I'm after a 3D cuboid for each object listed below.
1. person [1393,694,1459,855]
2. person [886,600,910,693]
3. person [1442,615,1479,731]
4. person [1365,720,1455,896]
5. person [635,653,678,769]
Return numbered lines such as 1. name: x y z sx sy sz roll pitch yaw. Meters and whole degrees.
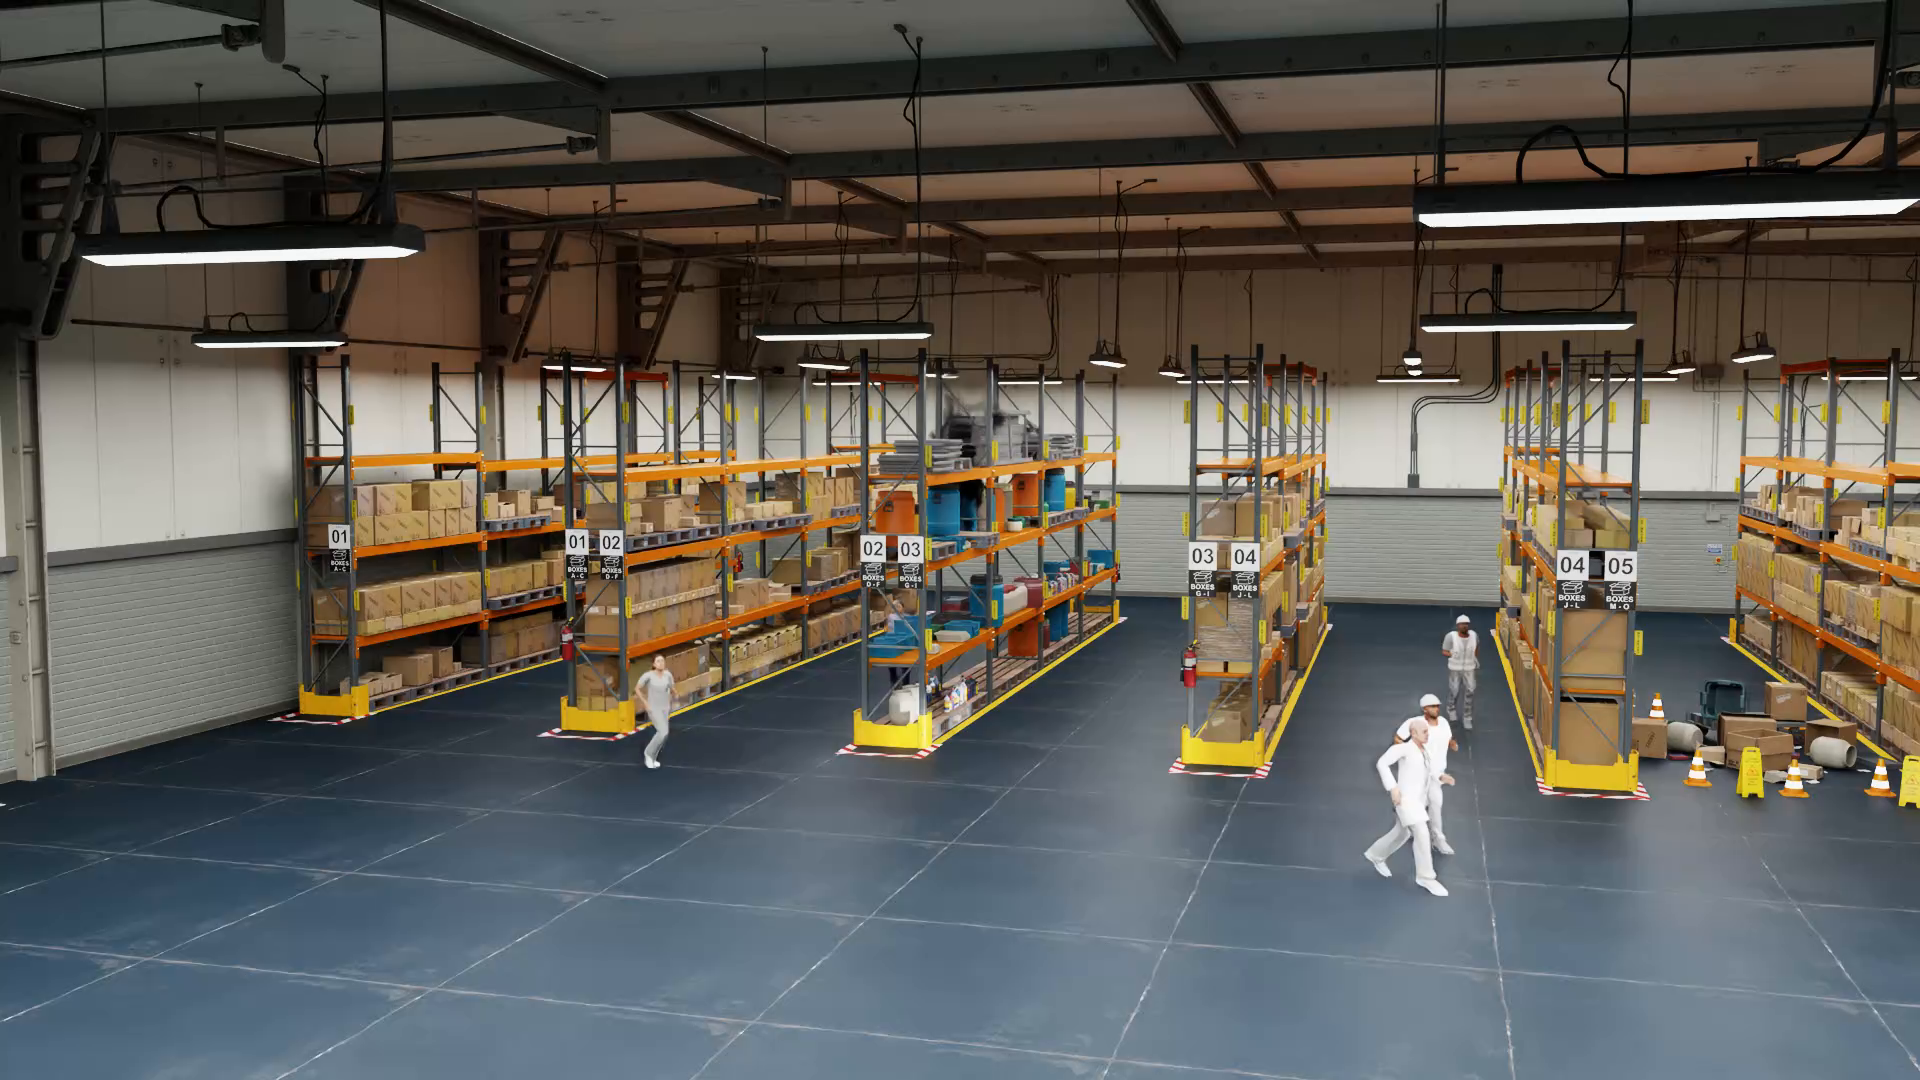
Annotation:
1. person: 5.450 2.667 19.323 0.677 1.790 0.912 -3 5 -31
2. person: -1.103 1.932 30.142 0.569 1.687 0.784 1 4 10
3. person: 8.060 2.112 26.752 0.619 1.832 0.862 1 4 7
4. person: 4.748 2.791 17.665 1.025 1.805 0.649 4 6 41
5. person: -4.235 2.412 23.485 0.544 1.637 0.624 -4 6 -44
